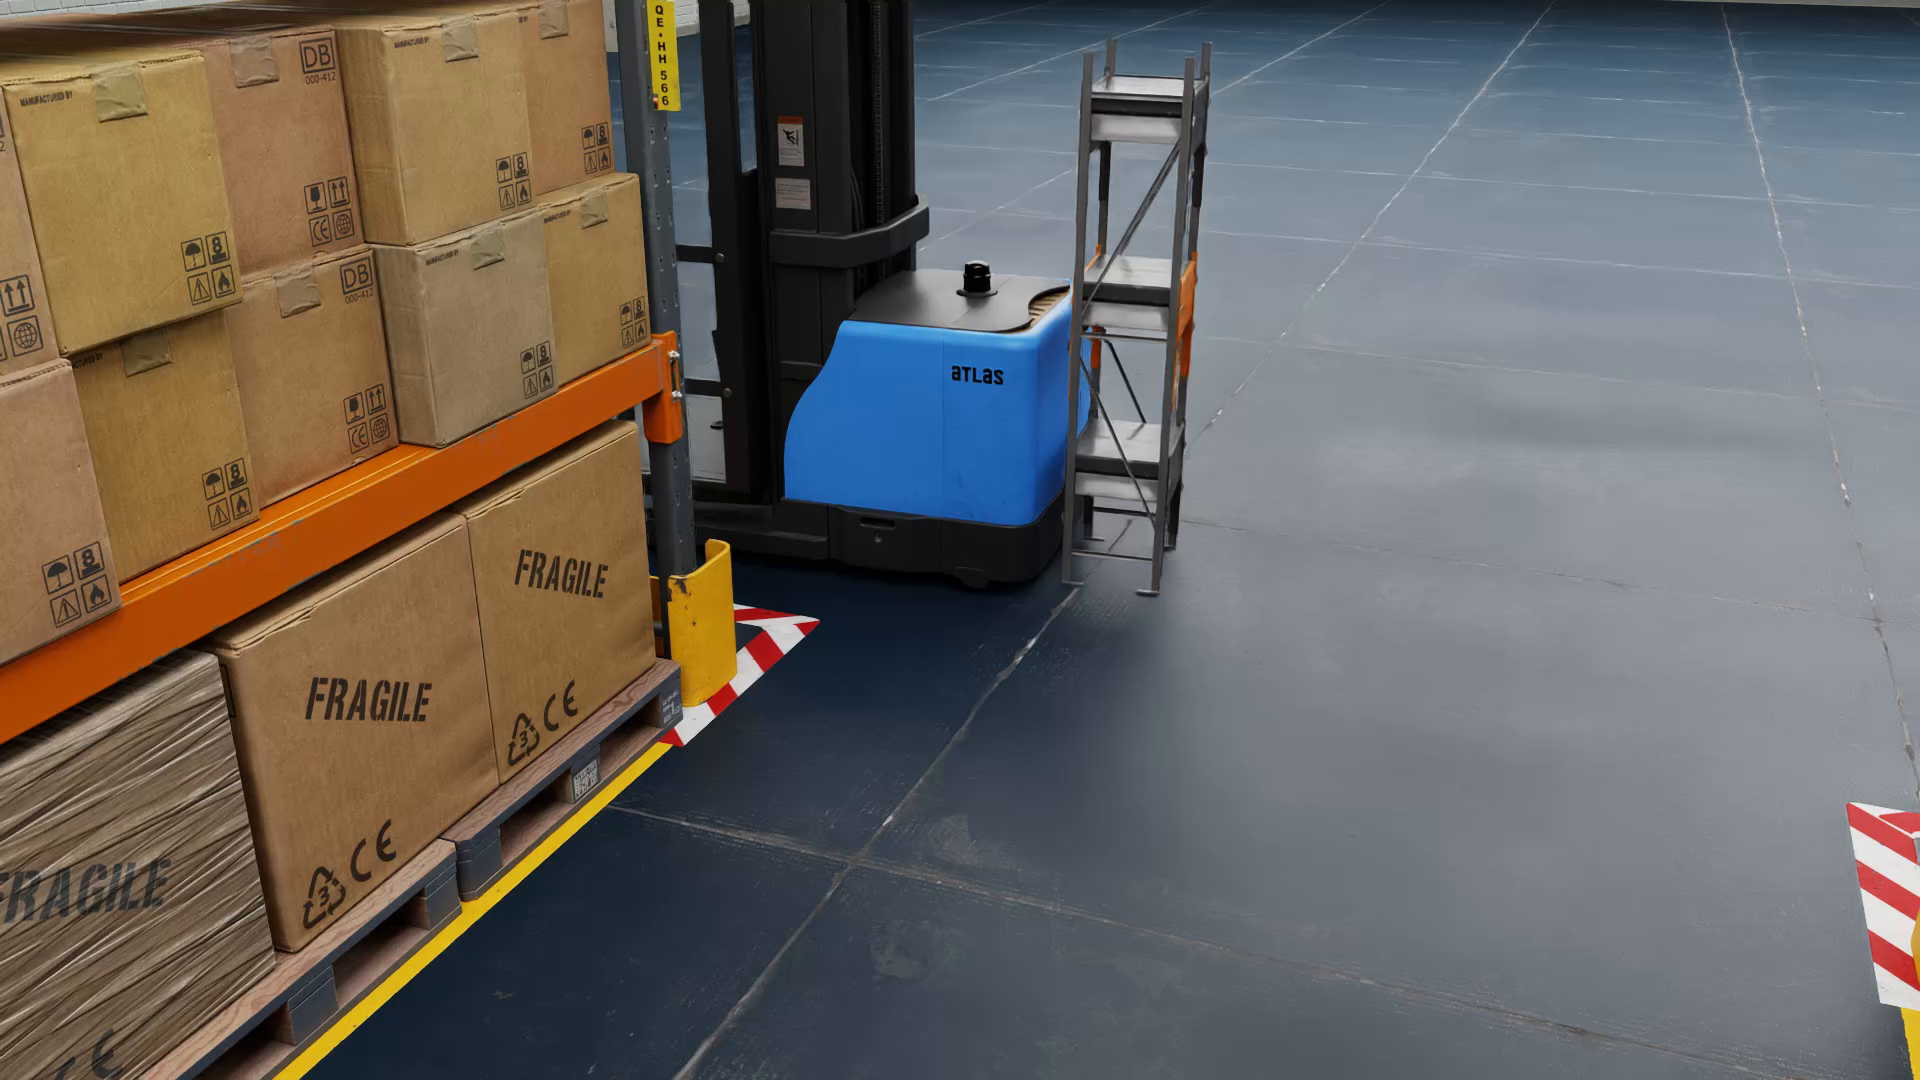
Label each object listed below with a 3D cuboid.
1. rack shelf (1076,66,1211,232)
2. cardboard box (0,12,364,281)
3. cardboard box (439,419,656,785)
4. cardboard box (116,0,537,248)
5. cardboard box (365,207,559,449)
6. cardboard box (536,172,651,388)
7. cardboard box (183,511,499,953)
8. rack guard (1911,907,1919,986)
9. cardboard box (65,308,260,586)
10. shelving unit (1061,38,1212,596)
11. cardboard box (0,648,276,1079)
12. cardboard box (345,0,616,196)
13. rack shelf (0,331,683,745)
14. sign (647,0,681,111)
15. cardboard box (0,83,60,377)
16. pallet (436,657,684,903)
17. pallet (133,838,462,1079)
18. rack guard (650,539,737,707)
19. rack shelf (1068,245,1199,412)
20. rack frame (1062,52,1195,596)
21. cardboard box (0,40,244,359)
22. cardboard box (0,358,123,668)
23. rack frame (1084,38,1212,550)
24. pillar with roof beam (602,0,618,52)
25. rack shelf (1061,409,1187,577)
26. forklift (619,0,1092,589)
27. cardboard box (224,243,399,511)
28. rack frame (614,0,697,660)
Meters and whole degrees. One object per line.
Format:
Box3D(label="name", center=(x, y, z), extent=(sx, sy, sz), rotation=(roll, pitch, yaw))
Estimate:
Box3D(label="rack shelf", center=(0.697, -1.489, 6.300), extent=(0.431, 0.518, 0.480), rotation=(7, 24, 13))
Box3D(label="cardboard box", center=(-2.037, -0.974, 4.094), extent=(0.875, 0.550, 0.550), rotation=(9, 24, 20))
Box3D(label="cardboard box", center=(-1.601, 0.114, 5.297), extent=(0.875, 0.875, 0.875), rotation=(9, 24, 20))
Box3D(label="cardboard box", center=(-1.703, -1.155, 4.528), extent=(0.875, 0.550, 0.550), rotation=(9, 24, 20))
Box3D(label="cardboard box", center=(-1.691, -0.655, 4.731), extent=(0.875, 0.550, 0.550), rotation=(9, 24, 20))
Box3D(label="cardboard box", center=(-1.507, -0.855, 5.210), extent=(0.875, 0.550, 0.550), rotation=(9, 24, 20))
Box3D(label="cardboard box", center=(-1.926, 0.429, 4.542), extent=(0.875, 0.875, 0.875), rotation=(8, 24, 19))
Box3D(label="rack guard", center=(3.129, 1.002, 4.202), extent=(1.175, 0.500, 0.348), rotation=(9, 24, 20))
Box3D(label="cardboard box", center=(-2.174, -0.277, 3.826), extent=(0.875, 0.550, 0.500), rotation=(9, 24, 20))
Box3D(label="shelving unit", center=(0.687, -0.858, 6.569), extent=(0.431, 2.100, 0.503), rotation=(7, 24, 13))
Box3D(label="cardboard box", center=(-2.267, 0.755, 3.762), extent=(0.875, 0.875, 0.875), rotation=(9, 24, 20))
Box3D(label="cardboard box", center=(-1.585, -1.365, 5.030), extent=(0.875, 0.550, 0.550), rotation=(9, 24, 20))
Box3D(label="rack shelf", center=(-2.154, 0.123, 3.997), extent=(1.077, 0.370, 4.000), rotation=(9, 24, 20))
Box3D(label="sign", center=(-0.912, -1.486, 5.105), extent=(0.100, 0.325, 0.005), rotation=(9, 24, 20))
Box3D(label="cardboard box", center=(-2.303, -0.575, 3.139), extent=(0.875, 0.550, 0.550), rotation=(9, 24, 20))
Box3D(label="pallet", center=(-1.635, 0.659, 5.398), extent=(1.003, 0.211, 1.213), rotation=(9, 24, 20))
Box3D(label="pallet", center=(-2.090, 1.094, 4.356), extent=(1.003, 0.211, 1.213), rotation=(9, 24, 20))
Box3D(label="rack guard", center=(-1.402, 0.220, 6.074), extent=(1.175, 0.500, 0.348), rotation=(9, 24, 20))
Box3D(label="rack shelf", center=(0.687, -0.845, 6.574), extent=(0.431, 0.518, 0.480), rotation=(7, 24, 13))
Box3D(label="rack frame", center=(0.626, -0.766, 6.351), extent=(0.400, 2.100, 0.015), rotation=(7, 24, 13))
Box3D(label="cardboard box", center=(-2.114, -0.766, 3.596), extent=(0.875, 0.550, 0.500), rotation=(9, 24, 20))
Box3D(label="cardboard box", center=(-2.278, -0.073, 3.338), extent=(0.875, 0.550, 0.550), rotation=(9, 24, 20))
Box3D(label="rack frame", center=(0.749, -0.949, 6.786), extent=(0.400, 2.100, 0.015), rotation=(7, 24, 13))
Box3D(label="pillar with roof beam", center=(-1.067, -10.780, 21.382), extent=(9.100, 9.000, 0.400), rotation=(9, 24, 20))
Box3D(label="rack shelf", center=(0.677, -0.201, 6.848), extent=(0.431, 0.518, 0.480), rotation=(7, 24, 13))
Box3D(label="forklift", center=(-0.989, -1.479, 6.988), extent=(3.031, 2.935, 1.130), rotation=(7, 24, 17))
Box3D(label="cardboard box", center=(-2.015, -0.472, 4.294), extent=(0.875, 0.550, 0.550), rotation=(9, 24, 20))
Box3D(label="rack frame", center=(-1.411, -0.925, 5.572), extent=(1.000, 3.000, 0.127), rotation=(9, 24, 20))
